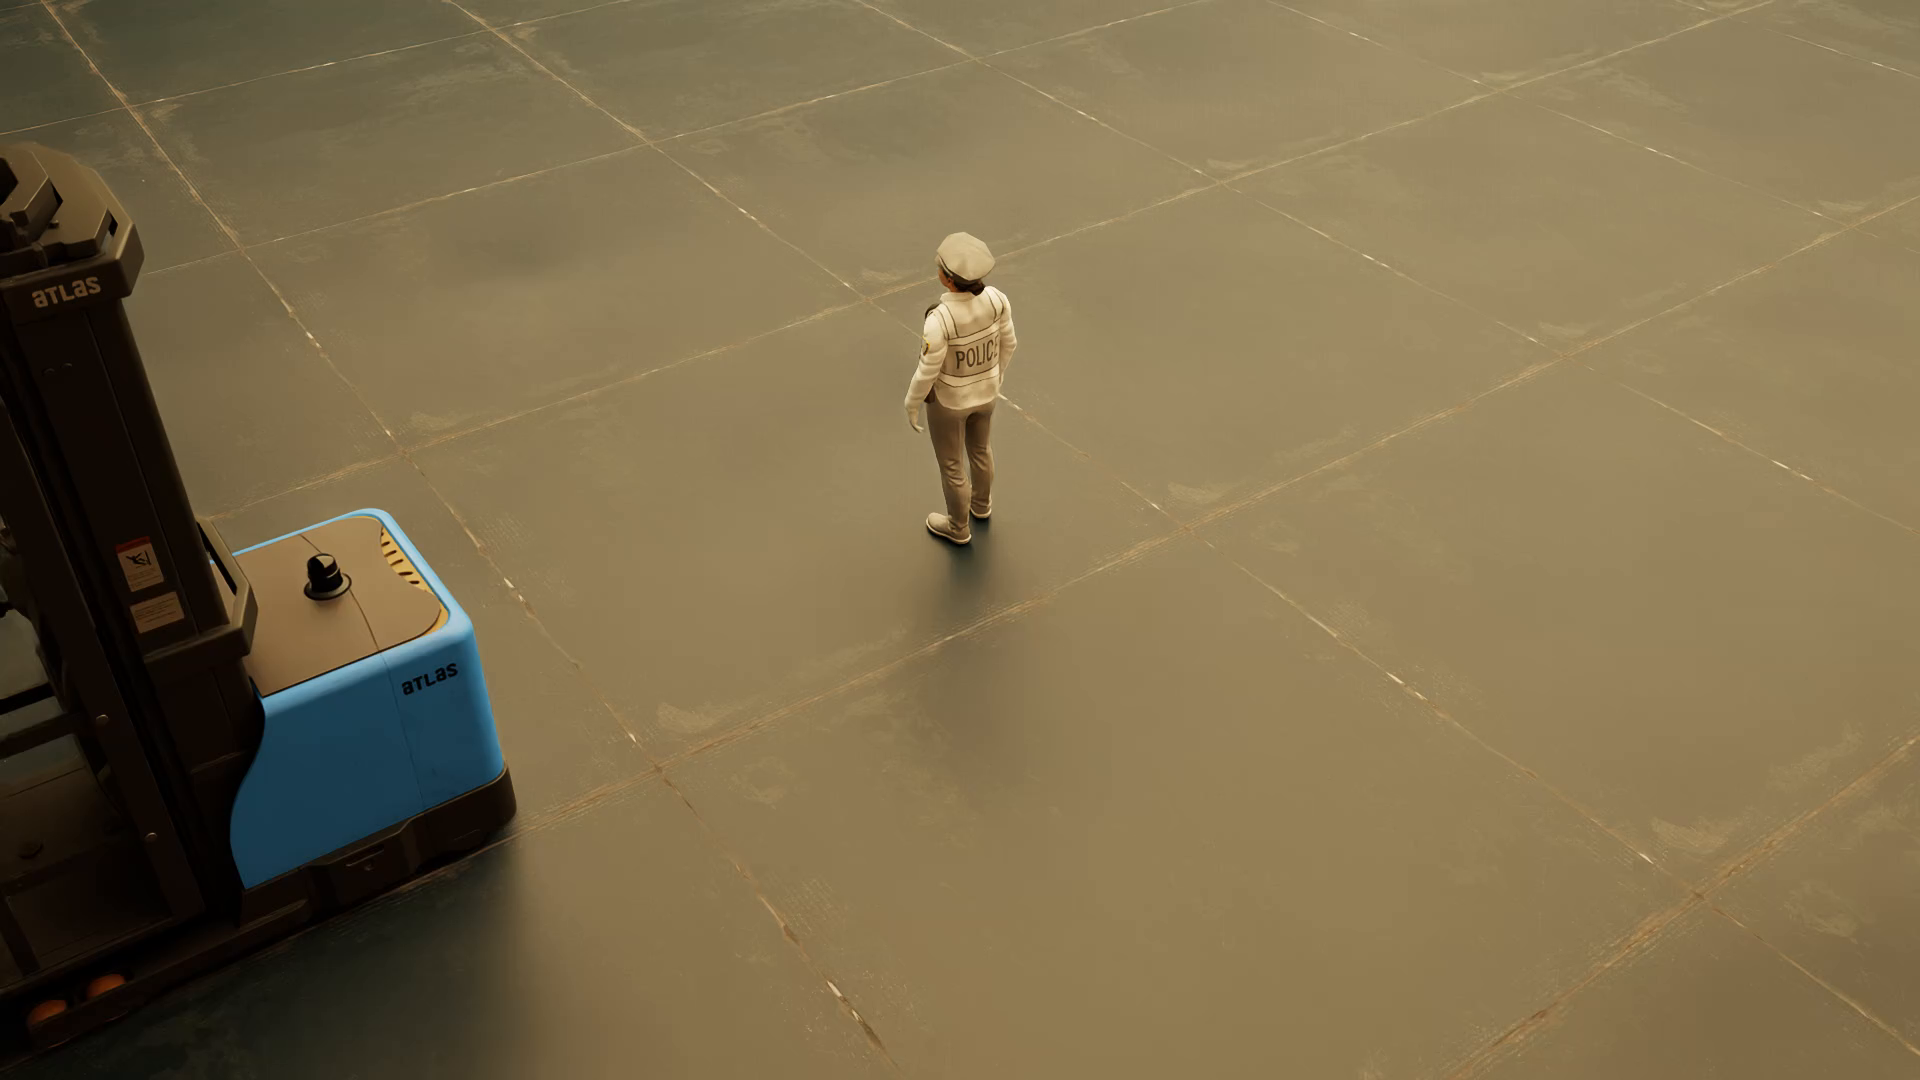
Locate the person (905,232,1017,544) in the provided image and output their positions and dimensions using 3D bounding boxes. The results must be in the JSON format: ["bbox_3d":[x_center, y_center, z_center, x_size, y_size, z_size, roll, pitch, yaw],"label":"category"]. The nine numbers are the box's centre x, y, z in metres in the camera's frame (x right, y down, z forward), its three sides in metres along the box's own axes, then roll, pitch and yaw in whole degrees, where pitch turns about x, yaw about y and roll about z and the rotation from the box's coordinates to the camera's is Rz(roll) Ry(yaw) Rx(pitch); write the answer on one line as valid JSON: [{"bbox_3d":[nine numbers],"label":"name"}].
[{"bbox_3d":[-0.033,-0.722,7.949,0.588,1.696,0.533,-23,42,-28],"label":"person"}]

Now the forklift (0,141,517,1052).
[{"bbox_3d":[-3.305,0.275,5.573,3.031,2.935,1.130,-23,42,-28],"label":"forklift"}]
